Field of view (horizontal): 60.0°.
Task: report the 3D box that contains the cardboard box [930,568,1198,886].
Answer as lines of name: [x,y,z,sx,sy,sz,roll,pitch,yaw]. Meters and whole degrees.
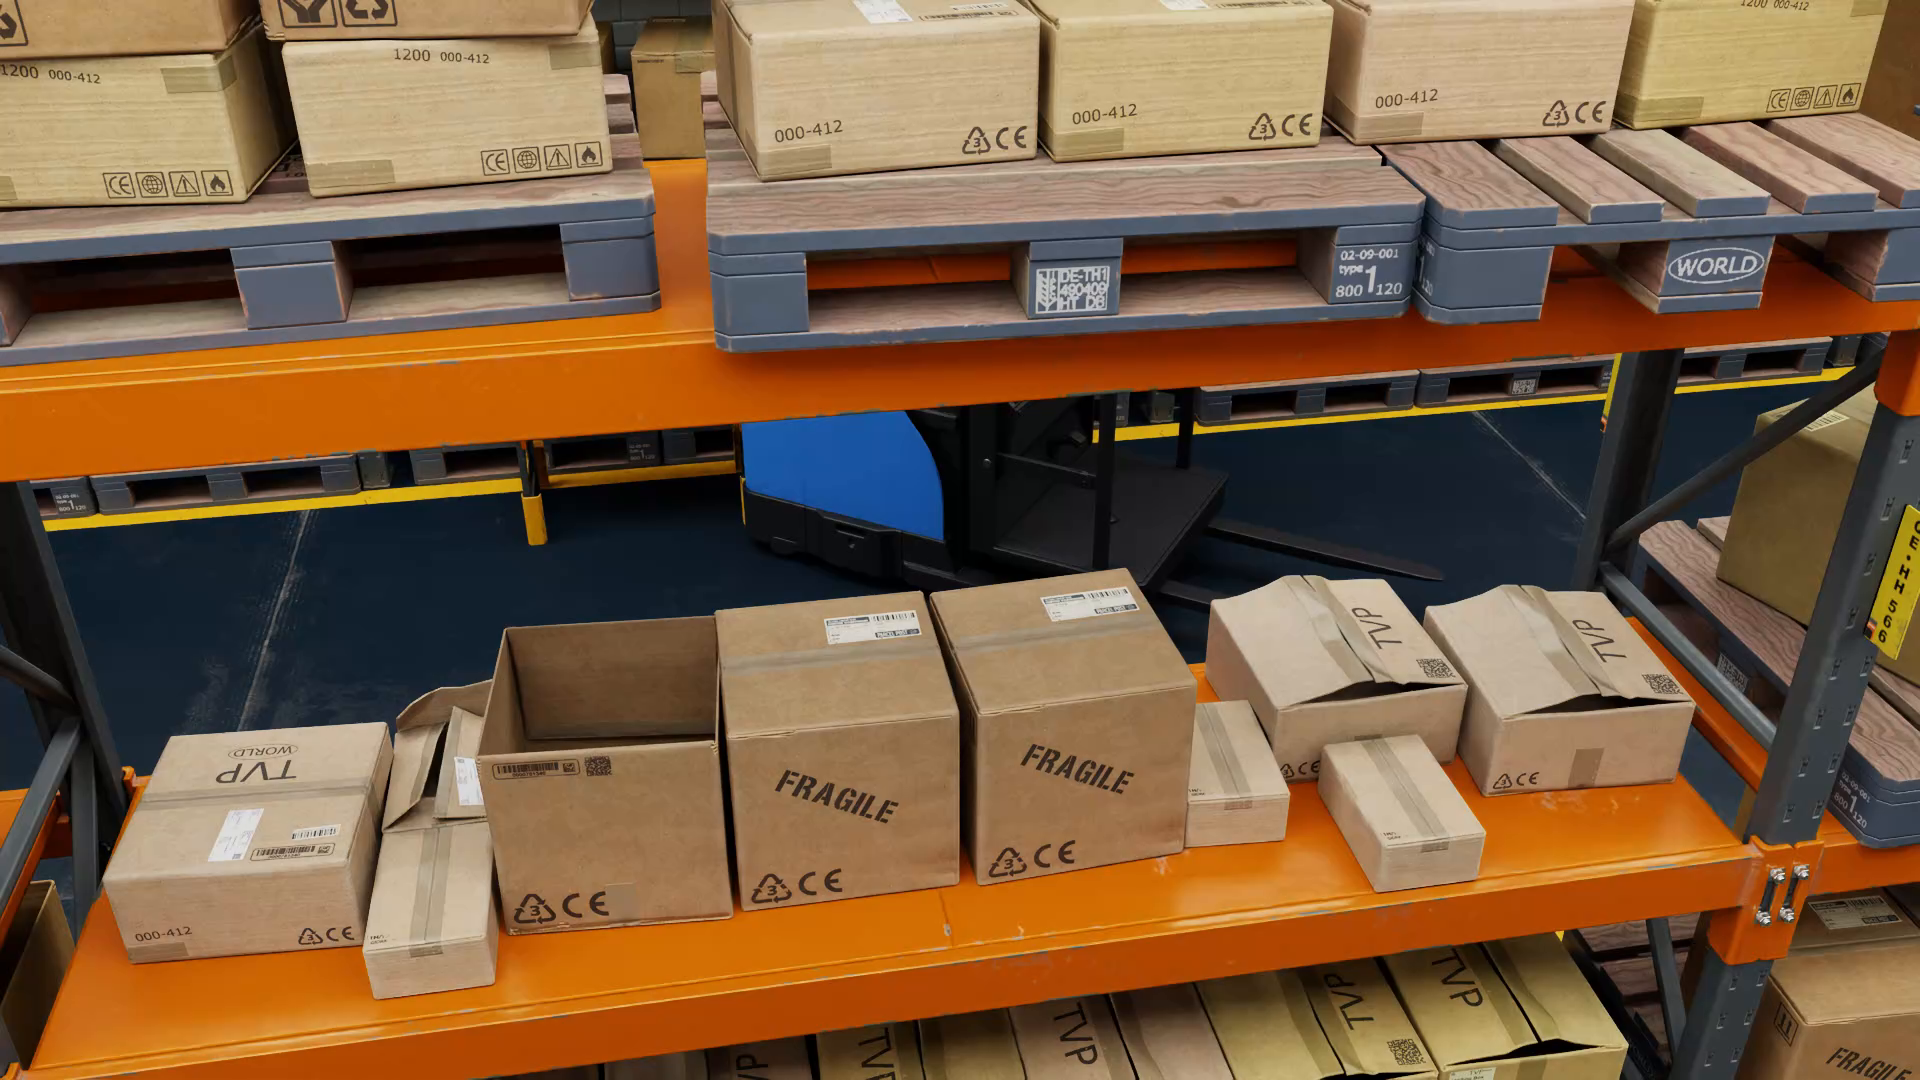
cardboard box: [0.227,0.432,3.957,0.500,0.500,0.500,-7,31,-12]

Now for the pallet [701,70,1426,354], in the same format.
pallet: [0.124,-0.687,3.187,1.213,0.211,1.003,-4,31,-7]

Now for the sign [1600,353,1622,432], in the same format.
sign: [1.768,-0.421,4.442,0.005,0.325,0.100,-5,31,-9]

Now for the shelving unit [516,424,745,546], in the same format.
shelving unit: [-1.523,-0.816,7.658,1.083,1.500,0.587,-5,31,-9]

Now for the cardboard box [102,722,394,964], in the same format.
cardboard box: [-1.584,0.677,3.787,0.500,0.250,0.500,-3,31,-6]

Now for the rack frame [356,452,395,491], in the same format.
rack frame: [-2.956,-1.790,7.835,0.127,3.000,1.000,-5,31,-9]

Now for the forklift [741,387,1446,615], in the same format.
forklift: [0.562,-1.120,6.764,3.031,2.935,1.130,14,33,23]

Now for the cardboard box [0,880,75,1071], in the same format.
cardboard box: [-2.573,1.247,4.229,0.500,0.500,0.500,-5,31,-9]

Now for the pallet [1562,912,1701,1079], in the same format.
pallet: [2.616,1.467,5.047,1.213,0.211,1.003,-5,31,-9]

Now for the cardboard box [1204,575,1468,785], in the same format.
cardboard box: [0.960,0.338,4.304,0.500,0.311,0.500,-6,31,-10]

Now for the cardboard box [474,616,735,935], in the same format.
cardboard box: [-0.783,0.526,3.797,0.500,0.500,0.500,-3,31,-5]

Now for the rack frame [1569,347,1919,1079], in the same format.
rack frame: [1.875,0.314,4.256,0.127,3.000,1.000,-5,31,-9]

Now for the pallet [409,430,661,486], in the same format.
pallet: [-2.190,-0.660,8.664,1.213,0.211,1.003,-5,31,-9]

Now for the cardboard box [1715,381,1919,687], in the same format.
cardboard box: [2.474,-0.024,4.318,0.500,0.500,0.700,-16,34,-25]

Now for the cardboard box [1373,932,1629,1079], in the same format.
cardboard box: [1.404,1.247,4.415,0.500,0.311,0.500,-5,31,-8]

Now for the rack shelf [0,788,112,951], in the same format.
rack shelf: [-4.027,1.172,3.507,4.000,0.370,1.077,-5,31,-9]

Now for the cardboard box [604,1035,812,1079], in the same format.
cardboard box: [-0.606,1.437,4.091,0.500,0.311,0.500,-6,31,-11]

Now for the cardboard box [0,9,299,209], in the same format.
cardboard box: [-1.452,-0.782,2.894,0.500,0.250,0.500,-2,31,-4]

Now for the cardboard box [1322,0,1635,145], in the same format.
cardboard box: [0.926,-0.969,3.213,0.500,0.250,0.500,-4,31,-8]

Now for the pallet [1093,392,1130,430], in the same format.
pallet: [0.210,-0.883,9.043,1.213,0.211,1.003,-5,31,-9]

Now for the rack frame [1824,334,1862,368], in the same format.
rack frame: [4.913,-2.520,9.077,0.127,3.000,1.000,-5,31,-9]

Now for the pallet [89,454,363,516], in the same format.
pallet: [-3.610,-0.509,8.408,1.213,0.211,1.003,-5,31,-9]

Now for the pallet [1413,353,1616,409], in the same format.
pallet: [2.965,-1.097,9.408,1.213,0.211,1.003,-5,31,-9]

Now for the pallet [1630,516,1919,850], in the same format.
pallet: [2.529,0.300,4.470,1.003,0.211,1.213,-5,31,-9]

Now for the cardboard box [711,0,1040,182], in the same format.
cardboard box: [-0.168,-0.874,3.052,0.500,0.250,0.500,-8,31,-13]

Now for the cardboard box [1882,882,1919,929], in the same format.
cardboard box: [2.888,1.252,4.693,0.500,0.500,0.500,-6,31,-11]

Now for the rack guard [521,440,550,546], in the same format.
rack guard: [-2.012,-0.230,7.895,0.087,0.250,0.587,-5,31,-9]

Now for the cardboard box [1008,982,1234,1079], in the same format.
cardboard box: [0.397,1.343,4.252,0.500,0.311,0.500,-5,31,-9]

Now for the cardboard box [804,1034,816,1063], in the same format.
cardboard box: [-0.216,1.123,4.626,0.500,0.311,0.500,-6,31,-10]

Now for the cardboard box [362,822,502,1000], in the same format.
cardboard box: [-1.152,0.809,3.663,0.250,0.149,0.380,-5,31,-9]

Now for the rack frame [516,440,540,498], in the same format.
rack frame: [-2.031,-0.767,7.575,0.032,1.500,0.500,-5,31,-9]

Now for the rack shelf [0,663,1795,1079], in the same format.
rack shelf: [-0.093,0.807,4.128,4.000,0.370,1.077,-5,31,-9]

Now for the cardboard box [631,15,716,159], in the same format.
cardboard box: [-1.256,-2.175,7.958,0.500,0.500,0.700,-1,30,-2]

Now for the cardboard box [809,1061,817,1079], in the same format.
cardboard box: [-0.203,1.363,4.771,0.500,0.250,0.500,-5,31,-8]

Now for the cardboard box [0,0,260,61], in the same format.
cardboard box: [-1.446,-1.090,2.679,0.500,0.500,0.500,-5,31,-8]
